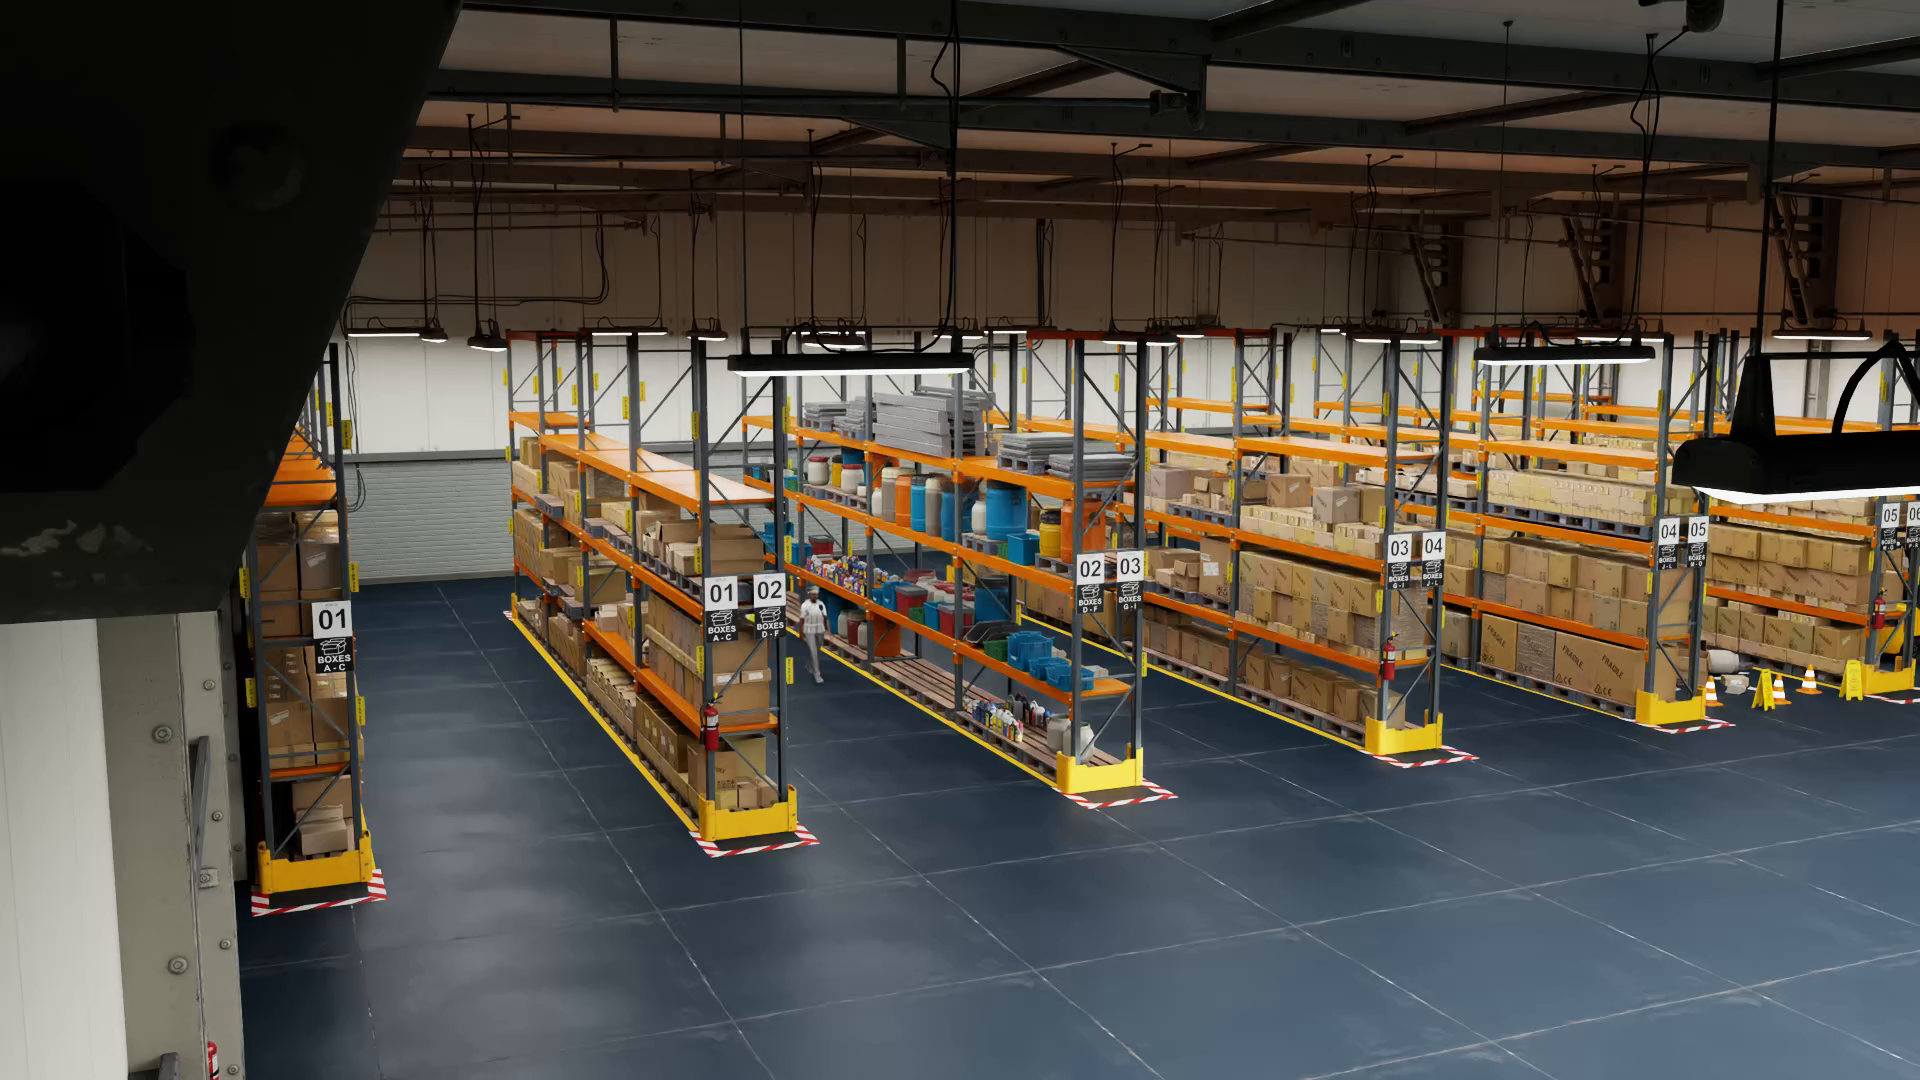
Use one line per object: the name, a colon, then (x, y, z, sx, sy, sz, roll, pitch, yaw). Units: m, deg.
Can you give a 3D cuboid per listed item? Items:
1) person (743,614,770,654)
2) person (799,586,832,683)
person: (-3.405, 1.720, 27.470, 0.607, 1.760, 0.521, -3, 8, -21)
person: (-2.519, 1.593, 28.823, 0.495, 1.626, 1.033, -4, 9, -25)
